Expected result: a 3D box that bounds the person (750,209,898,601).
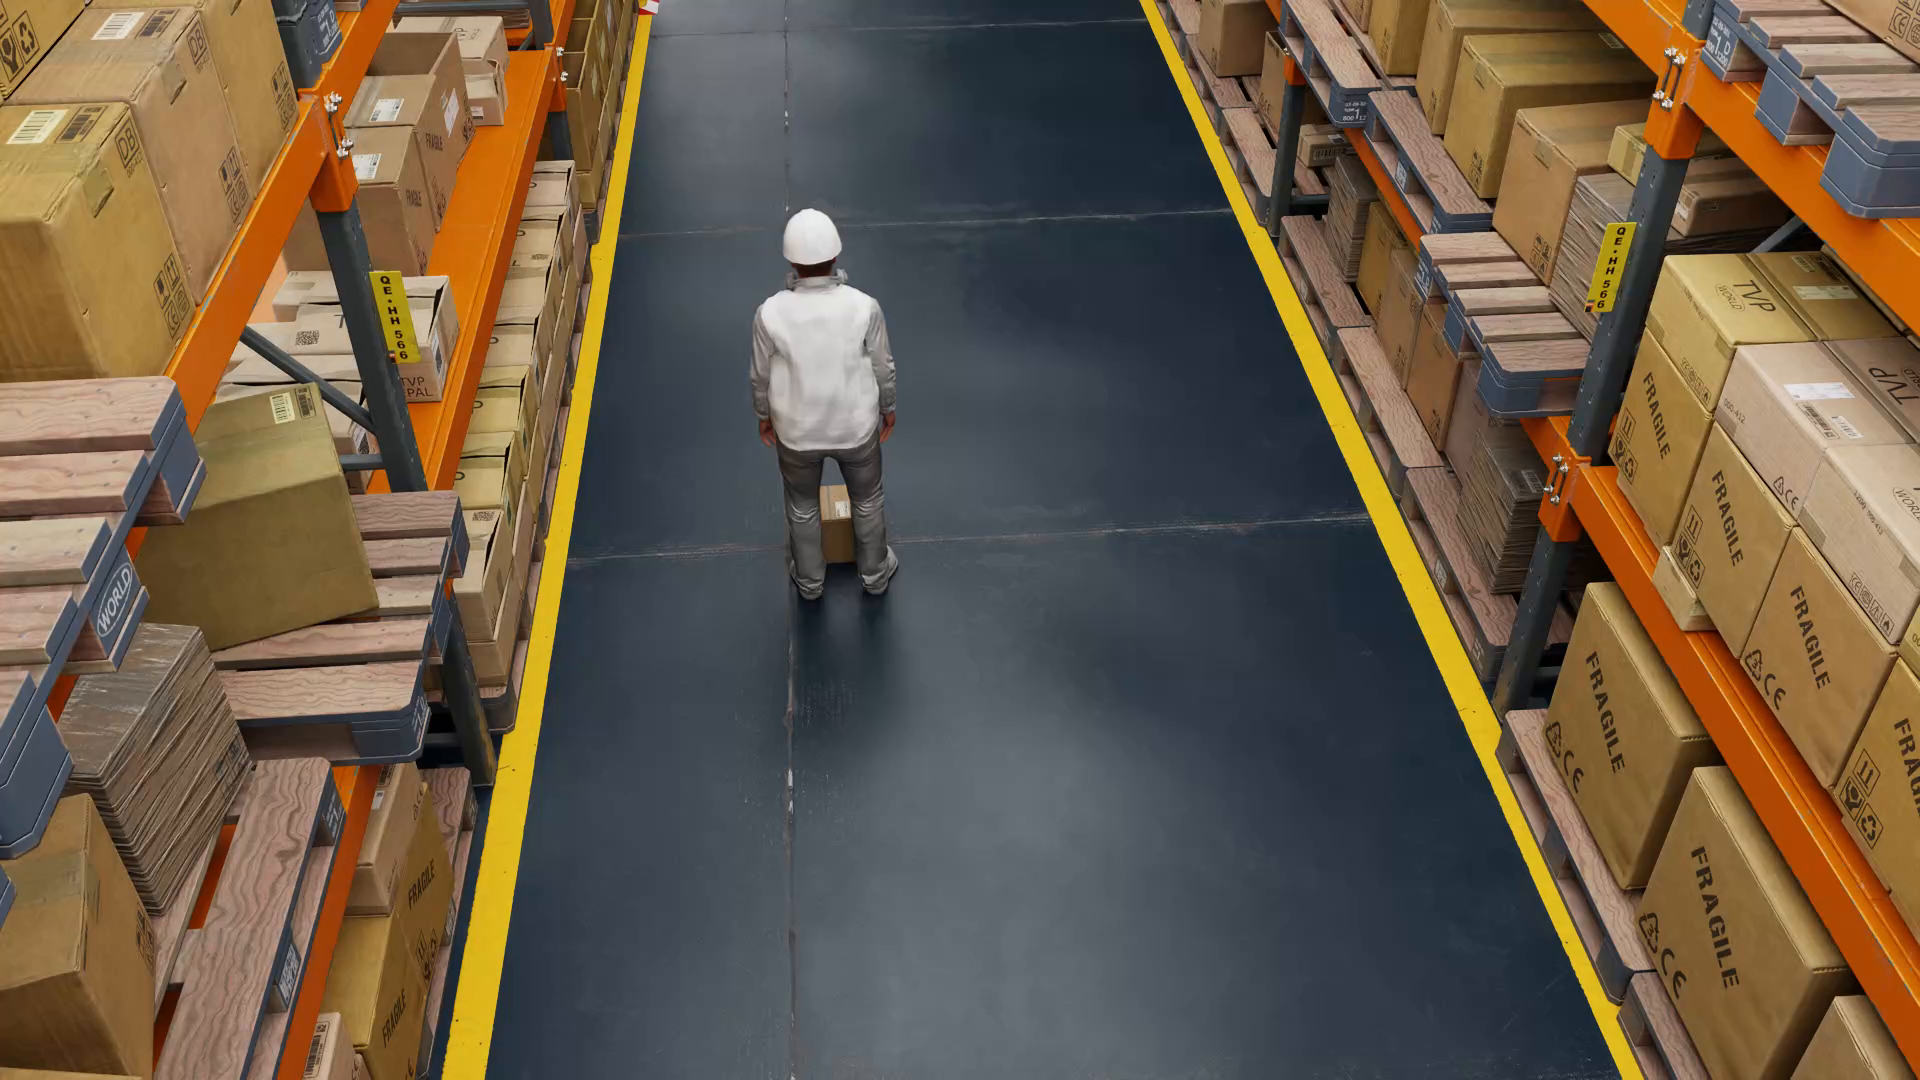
[{"bbox_3d":[-0.543,-0.501,6.754,0.580,1.772,0.460,-3,39,-4],"label":"person"}]
